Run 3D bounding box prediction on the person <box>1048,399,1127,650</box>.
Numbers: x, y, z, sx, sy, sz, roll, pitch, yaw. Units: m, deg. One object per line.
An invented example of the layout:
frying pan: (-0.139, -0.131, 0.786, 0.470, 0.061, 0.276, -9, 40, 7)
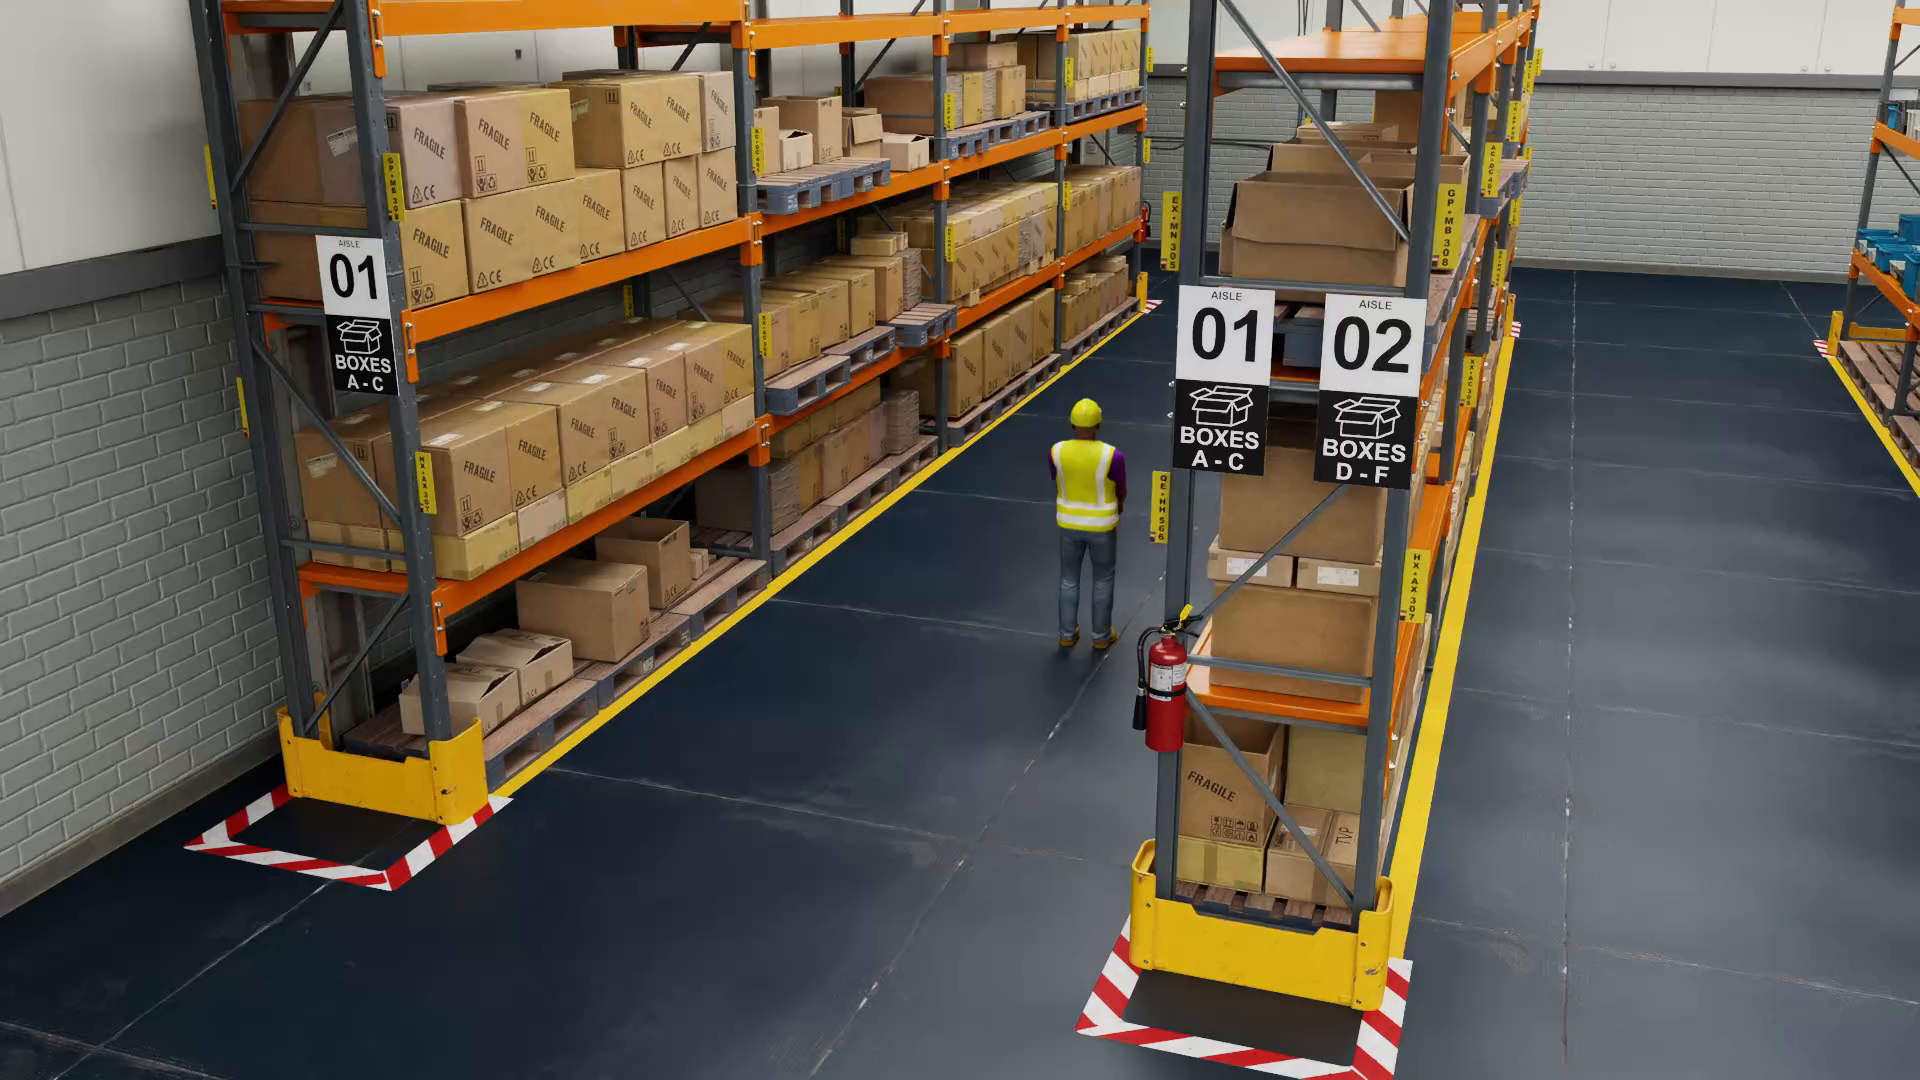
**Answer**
person: (0.893, -0.135, 11.427, 0.521, 1.767, 0.573, 6, 20, 18)
